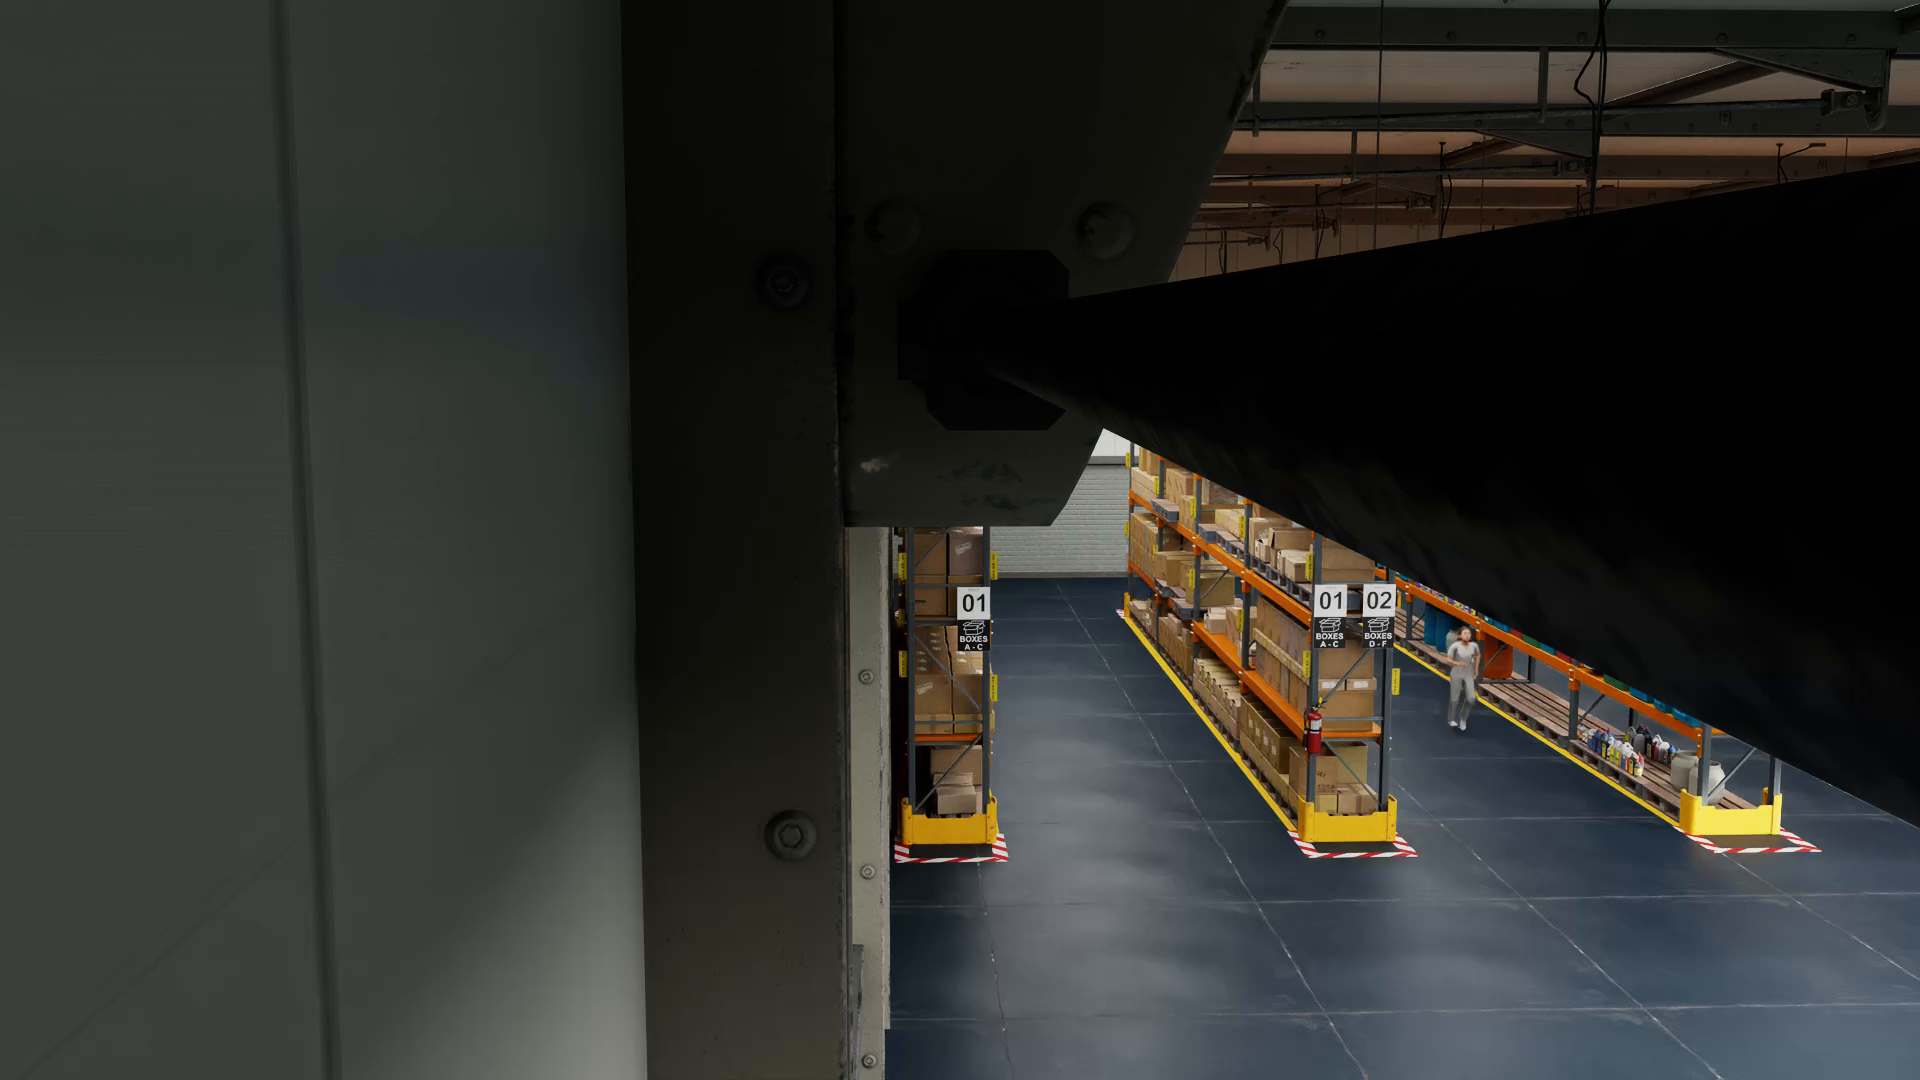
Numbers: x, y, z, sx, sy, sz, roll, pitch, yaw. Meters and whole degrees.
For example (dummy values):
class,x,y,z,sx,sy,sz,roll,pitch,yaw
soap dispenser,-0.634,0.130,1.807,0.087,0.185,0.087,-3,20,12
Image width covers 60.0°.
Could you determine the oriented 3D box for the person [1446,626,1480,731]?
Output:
class,x,y,z,sx,sy,sz,roll,pitch,yaw
person,7.923,2.176,26.130,0.585,1.661,0.664,0,7,3
